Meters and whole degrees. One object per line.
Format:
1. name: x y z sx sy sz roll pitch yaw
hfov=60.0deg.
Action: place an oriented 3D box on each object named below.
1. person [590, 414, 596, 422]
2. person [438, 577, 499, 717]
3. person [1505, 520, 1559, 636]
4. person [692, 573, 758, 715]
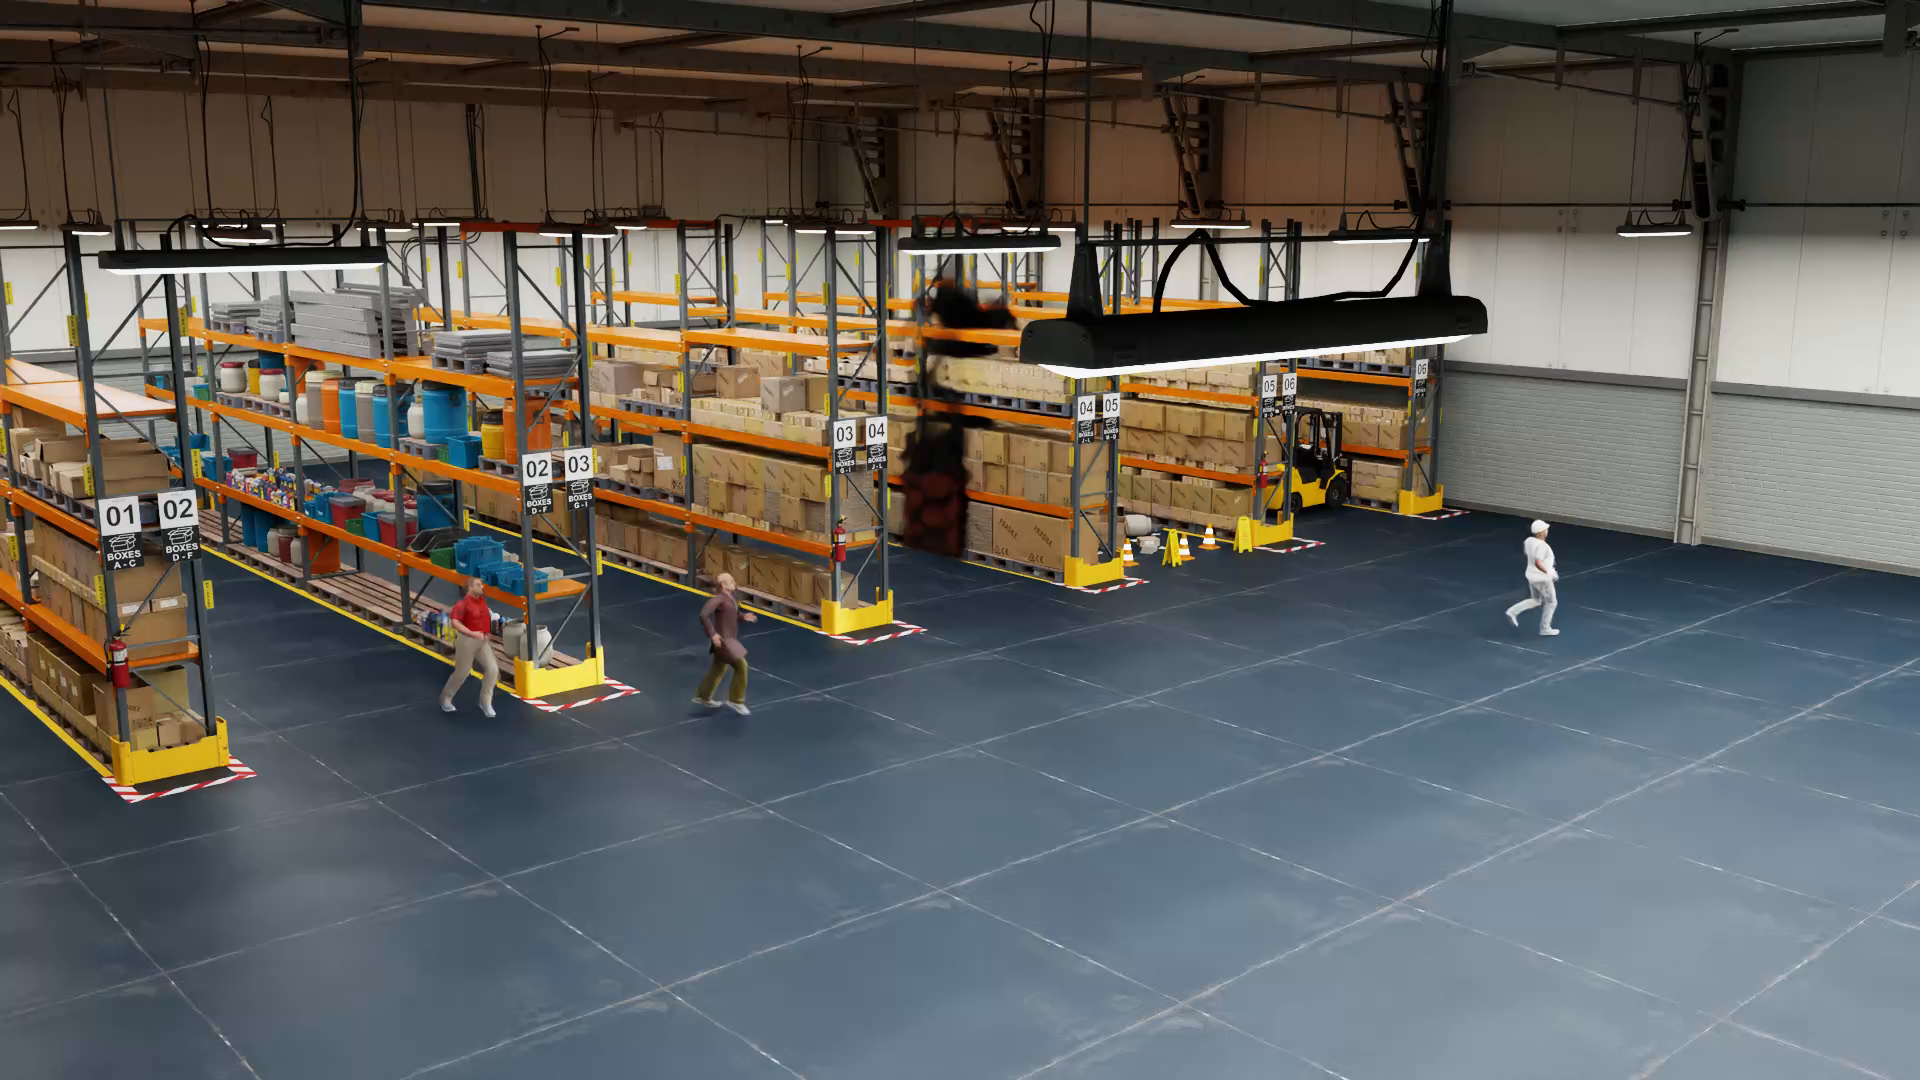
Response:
1. person: -8.994 -2.629 40.927 0.532 1.591 0.614 7 13 31
2. person: -6.145 1.344 20.998 0.767 1.765 0.737 5 13 25
3. person: 8.554 0.566 24.661 0.804 1.747 0.694 -1 11 -4
4. person: -2.968 1.317 20.944 0.849 1.846 0.690 -1 11 -5
